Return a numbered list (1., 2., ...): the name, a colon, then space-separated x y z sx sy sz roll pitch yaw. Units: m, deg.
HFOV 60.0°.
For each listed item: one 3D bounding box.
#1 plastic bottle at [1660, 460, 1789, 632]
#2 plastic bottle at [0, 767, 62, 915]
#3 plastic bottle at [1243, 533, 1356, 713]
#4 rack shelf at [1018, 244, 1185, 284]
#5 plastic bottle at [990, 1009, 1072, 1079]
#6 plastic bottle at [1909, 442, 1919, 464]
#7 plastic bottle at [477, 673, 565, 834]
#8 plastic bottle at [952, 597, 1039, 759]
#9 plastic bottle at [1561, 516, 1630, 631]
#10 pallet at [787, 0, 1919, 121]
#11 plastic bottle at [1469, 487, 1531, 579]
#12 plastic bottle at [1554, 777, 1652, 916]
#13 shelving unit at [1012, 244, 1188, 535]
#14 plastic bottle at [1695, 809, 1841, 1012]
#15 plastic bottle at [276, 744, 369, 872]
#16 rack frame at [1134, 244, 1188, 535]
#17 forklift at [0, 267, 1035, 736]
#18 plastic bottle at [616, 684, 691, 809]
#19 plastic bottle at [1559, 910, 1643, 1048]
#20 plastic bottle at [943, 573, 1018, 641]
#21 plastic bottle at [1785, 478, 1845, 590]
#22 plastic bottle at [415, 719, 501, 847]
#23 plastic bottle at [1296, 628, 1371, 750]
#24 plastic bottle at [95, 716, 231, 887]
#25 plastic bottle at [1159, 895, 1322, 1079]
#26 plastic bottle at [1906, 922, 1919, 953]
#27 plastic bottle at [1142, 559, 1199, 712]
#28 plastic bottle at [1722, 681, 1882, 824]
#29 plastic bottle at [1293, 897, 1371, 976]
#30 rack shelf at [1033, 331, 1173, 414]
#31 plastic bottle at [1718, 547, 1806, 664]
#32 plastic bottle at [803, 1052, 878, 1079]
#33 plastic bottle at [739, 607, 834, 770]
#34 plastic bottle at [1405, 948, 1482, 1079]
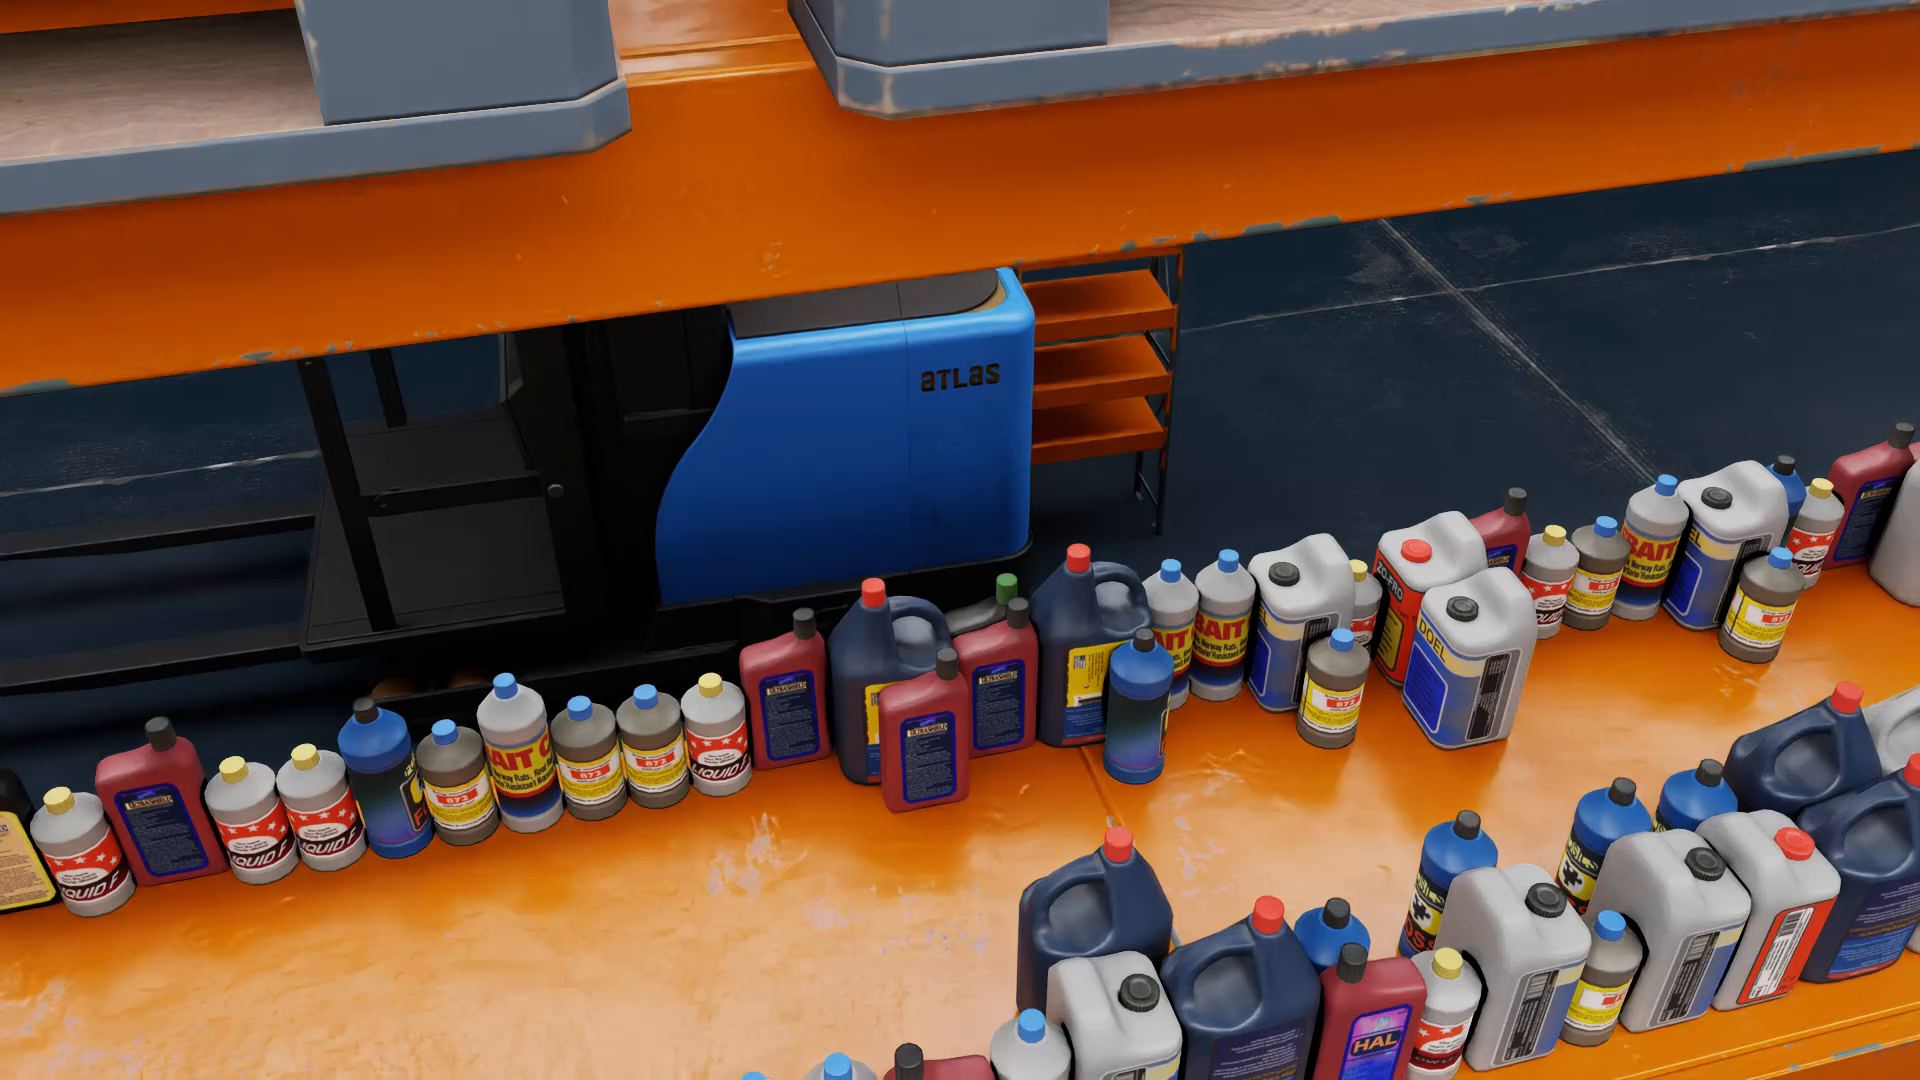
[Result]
1. plastic bottle: 1.310 0.002 2.881 0.135 0.276 0.152 -9 38 -12
2. plastic bottle: -1.373 0.411 2.340 0.133 0.283 0.061 -9 38 -12
3. plastic bottle: 0.545 0.127 2.717 0.135 0.276 0.152 -9 38 -12
4. rack shelf: 0.366 -0.842 4.717 0.480 0.148 0.258 -8 38 -10
5. plastic bottle: 0.084 0.665 2.017 0.097 0.271 0.097 0 37 0
6. plastic bottle: 1.744 -0.101 3.009 0.133 0.283 0.061 -9 38 -12
7. plastic bottle: -0.658 0.310 2.482 0.097 0.271 0.097 0 37 0
8. plastic bottle: 0.053 0.215 2.596 0.133 0.283 0.061 -9 38 -12
9. plastic bottle: 1.097 0.049 2.880 0.097 0.201 0.097 0 37 0
10. pallet: 0.384 -0.709 1.394 1.213 0.211 1.003 -9 38 -12
11. plastic bottle: 0.887 0.040 2.825 0.133 0.283 0.061 -9 38 -12
12. plastic bottle: 0.893 0.437 2.316 0.097 0.271 0.097 0 37 0
13. shelving unit: 0.366 -0.530 4.956 0.503 1.200 0.258 -8 38 -10
14. plastic bottle: 1.073 0.484 2.251 0.135 0.276 0.152 -9 38 -12
15. plastic bottle: -0.940 0.384 2.443 0.097 0.201 0.097 0 37 0
16. rack frame: 0.604 -0.564 5.000 0.015 1.200 0.240 -8 38 -10
17. forklift: -1.364 -0.979 4.118 3.031 2.935 1.130 -8 38 -10
18. plastic bottle: -0.470 0.307 2.544 0.097 0.201 0.097 0 37 0
19. plastic bottle: 0.839 0.569 2.200 0.097 0.201 0.097 0 37 0
20. plastic bottle: 0.038 0.179 2.643 0.133 0.283 0.061 -9 38 -12
21. plastic bottle: 1.509 -0.018 2.968 0.097 0.201 0.097 0 37 0
22. plastic bottle: -0.752 0.353 2.484 0.097 0.201 0.097 0 37 0
23. plastic bottle: 0.596 0.227 2.648 0.097 0.201 0.097 0 37 0
24. plastic bottle: -1.150 0.374 2.388 0.133 0.283 0.061 -9 38 -12
25. plastic bottle: 0.344 0.577 2.068 0.185 0.351 0.144 -9 38 -12
26. plastic bottle: 1.407 0.402 2.296 0.185 0.351 0.144 -9 38 -12
27. plastic bottle: 0.332 0.147 2.695 0.097 0.271 0.097 0 37 0
28. plastic bottle: 1.191 0.347 2.368 0.185 0.351 0.144 -9 38 -12
29. plastic bottle: 0.470 0.564 2.150 0.097 0.271 0.097 0 37 0
30. rack shelf: 0.366 -0.477 4.997 0.480 0.148 0.258 -8 38 -10
31. plastic bottle: 1.360 0.102 2.811 0.097 0.201 0.097 0 37 0
32. plastic bottle: -0.139 0.702 1.969 0.097 0.271 0.097 0 37 0
33. plastic bottle: -0.270 0.230 2.577 0.133 0.283 0.061 -9 38 -12
34. plastic bottle: 0.615 0.606 2.152 0.097 0.201 0.097 0 37 0
